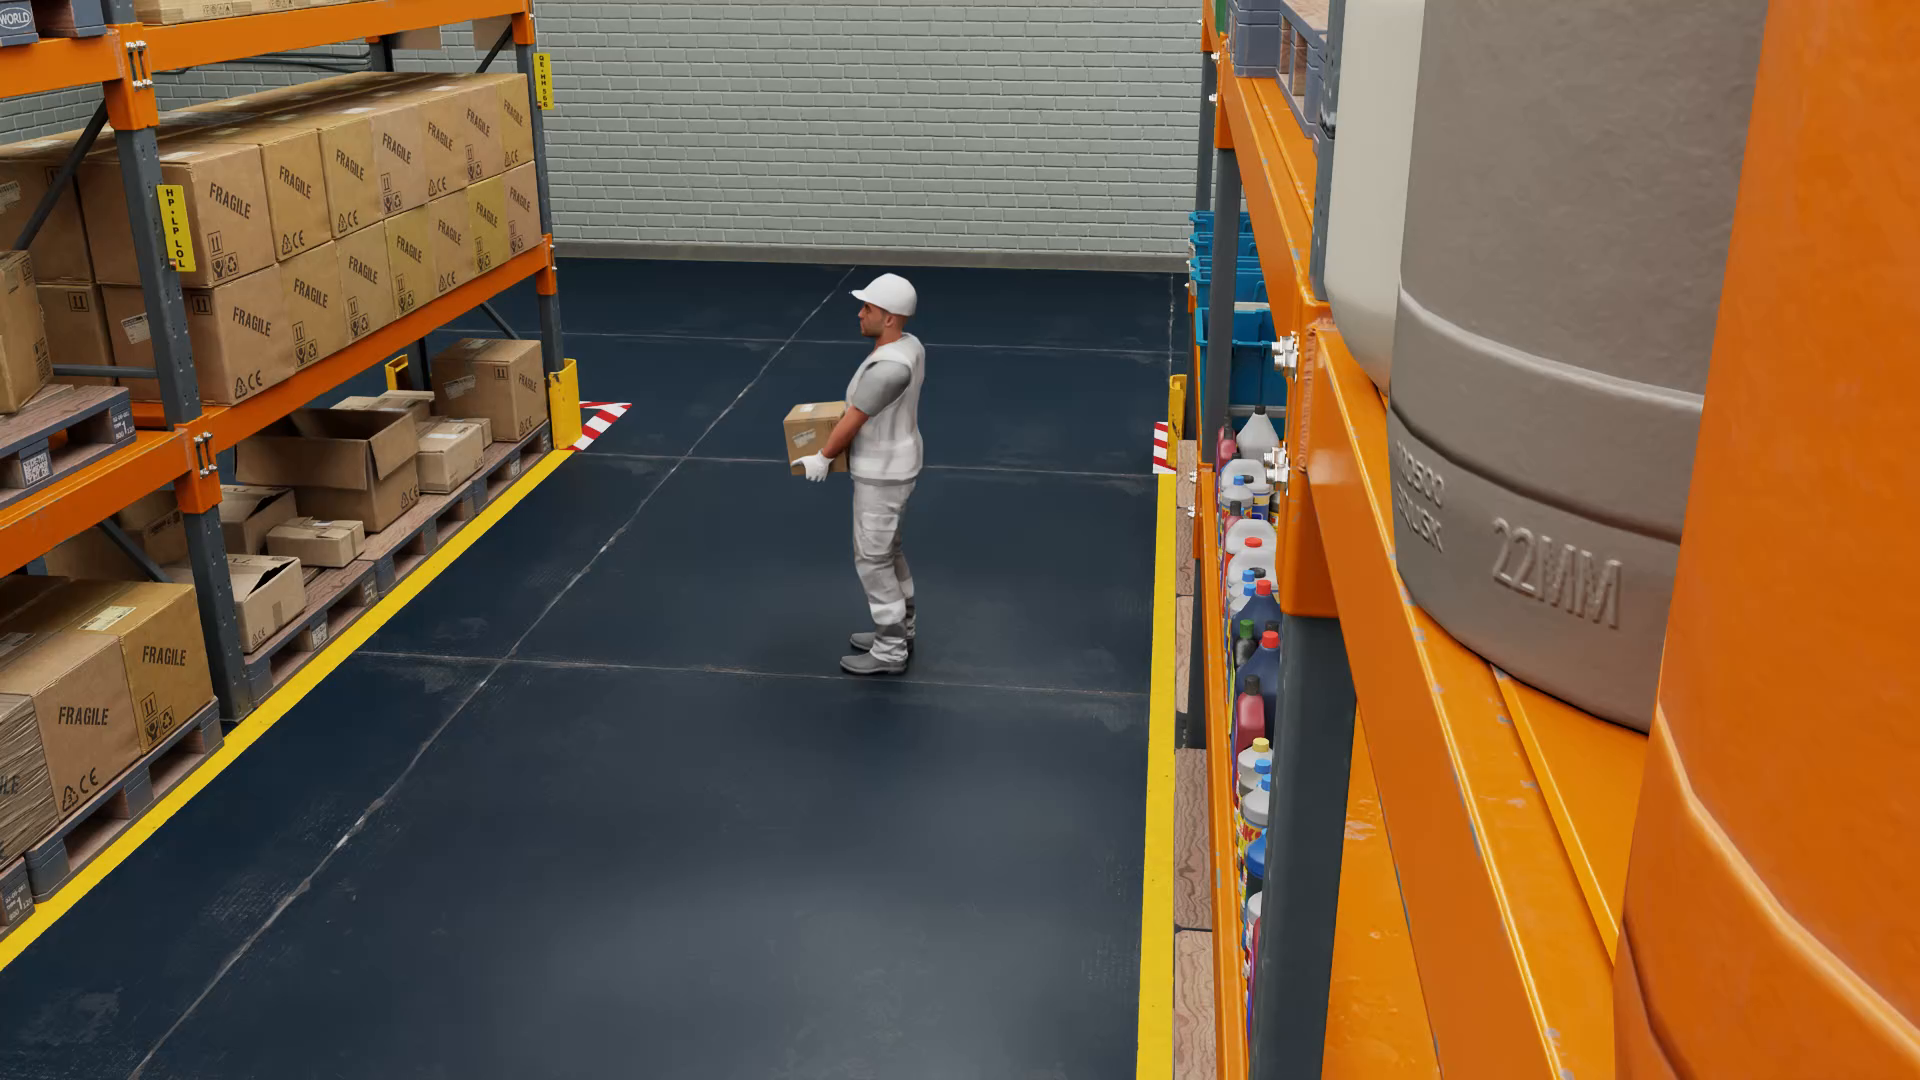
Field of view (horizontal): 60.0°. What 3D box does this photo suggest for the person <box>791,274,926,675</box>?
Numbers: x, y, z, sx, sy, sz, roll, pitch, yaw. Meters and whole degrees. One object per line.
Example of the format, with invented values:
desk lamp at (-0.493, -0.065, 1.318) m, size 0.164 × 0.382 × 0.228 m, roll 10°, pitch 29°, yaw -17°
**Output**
person at (-0.441, -0.286, 7.298) m, size 0.561 × 1.785 × 0.495 m, roll 3°, pitch 21°, yaw 7°
